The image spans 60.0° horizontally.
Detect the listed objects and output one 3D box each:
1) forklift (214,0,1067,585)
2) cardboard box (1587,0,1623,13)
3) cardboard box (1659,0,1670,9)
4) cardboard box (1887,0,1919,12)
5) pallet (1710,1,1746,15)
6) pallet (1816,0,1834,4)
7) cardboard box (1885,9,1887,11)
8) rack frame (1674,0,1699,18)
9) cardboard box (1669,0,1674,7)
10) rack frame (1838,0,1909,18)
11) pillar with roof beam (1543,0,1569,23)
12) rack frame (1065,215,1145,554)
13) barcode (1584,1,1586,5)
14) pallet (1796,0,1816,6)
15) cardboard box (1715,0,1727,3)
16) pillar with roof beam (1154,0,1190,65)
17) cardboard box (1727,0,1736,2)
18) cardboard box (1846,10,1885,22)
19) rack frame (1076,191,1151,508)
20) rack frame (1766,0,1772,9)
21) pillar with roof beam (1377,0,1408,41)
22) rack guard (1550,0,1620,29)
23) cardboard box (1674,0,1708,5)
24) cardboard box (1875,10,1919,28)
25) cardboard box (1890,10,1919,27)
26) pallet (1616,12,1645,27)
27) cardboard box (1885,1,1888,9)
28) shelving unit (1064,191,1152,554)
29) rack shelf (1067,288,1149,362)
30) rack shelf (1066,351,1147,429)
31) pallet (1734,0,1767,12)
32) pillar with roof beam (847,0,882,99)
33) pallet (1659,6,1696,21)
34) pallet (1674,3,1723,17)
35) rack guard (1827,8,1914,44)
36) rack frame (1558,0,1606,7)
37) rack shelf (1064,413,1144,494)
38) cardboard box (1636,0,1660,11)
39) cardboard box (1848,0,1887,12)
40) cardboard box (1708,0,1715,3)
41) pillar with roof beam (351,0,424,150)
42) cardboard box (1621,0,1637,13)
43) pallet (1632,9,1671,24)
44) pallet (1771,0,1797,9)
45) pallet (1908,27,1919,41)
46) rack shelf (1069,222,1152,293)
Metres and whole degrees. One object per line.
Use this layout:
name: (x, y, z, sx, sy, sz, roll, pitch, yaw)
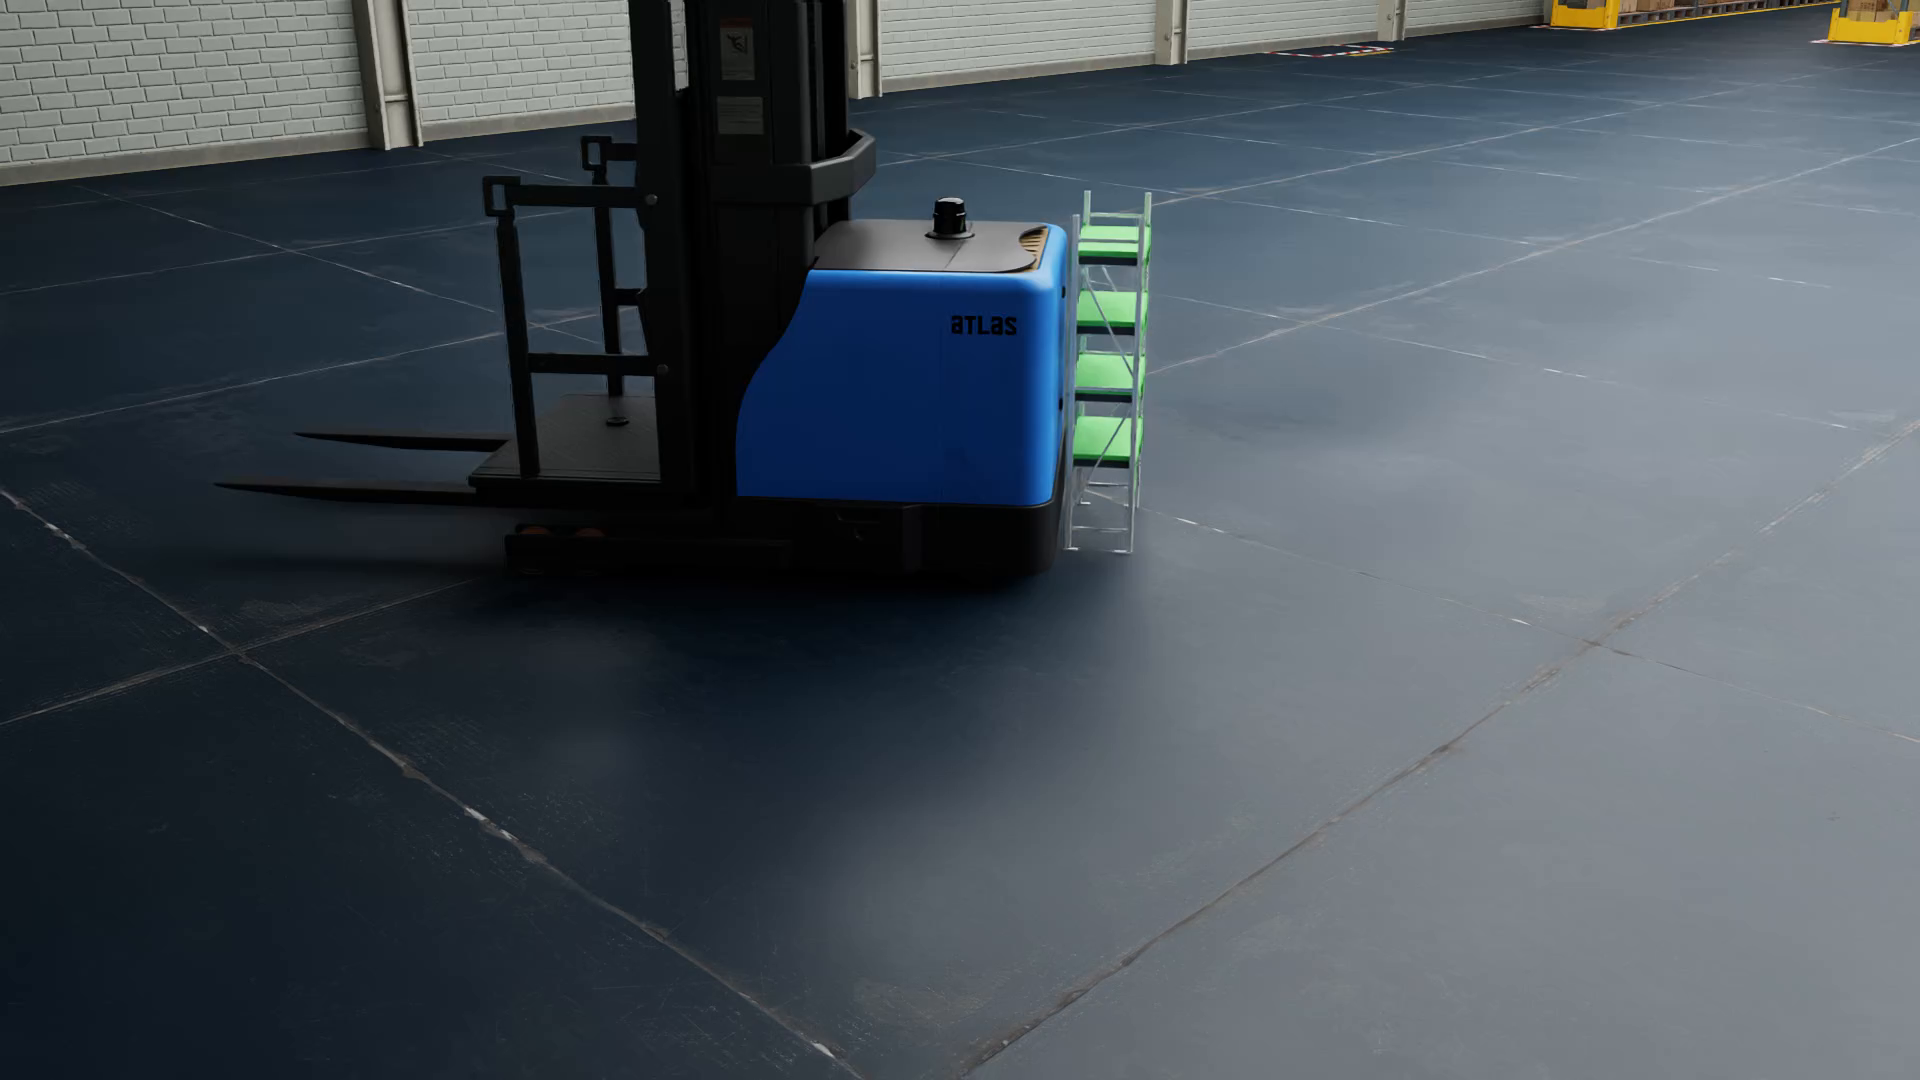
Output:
forklift: (-1.145, -1.424, 5.695, 3.031, 2.935, 1.130, 2, 21, 6)
cardboard box: (12.063, -10.023, 31.105, 0.500, 0.311, 0.500, 15, 26, 35)
cardboard box: (13.611, -10.707, 32.622, 0.500, 0.500, 0.500, 17, 27, 37)
cardboard box: (15.949, -9.152, 27.907, 0.500, 0.500, 0.500, 19, 28, 41)
pallet: (15.700, -11.160, 34.814, 1.003, 0.211, 1.213, 19, 28, 41)
pallet: (19.403, -12.483, 38.258, 1.003, 0.211, 1.213, 19, 28, 41)
cardboard box: (15.571, -8.934, 28.386, 0.500, 0.250, 0.500, 19, 28, 41)
rack frame: (14.307, -11.946, 32.973, 1.000, 3.000, 0.127, 19, 28, 41)
cardboard box: (13.955, -10.683, 33.025, 0.380, 0.166, 0.250, 15, 26, 34)
rack frame: (15.068, -9.678, 27.074, 1.000, 3.000, 0.127, 19, 28, 41)
pillar with roof beam: (14.469, -13.037, 27.449, 9.100, 9.000, 0.400, 19, 28, 41)
rack frame: (0.496, -0.518, 5.751, 0.240, 1.200, 0.015, 3, 21, 8)
barcode: (11.789, -10.132, 31.376, 0.001, 0.075, 0.075, 19, 28, 41)
pallet: (18.552, -12.168, 37.438, 1.003, 0.211, 1.213, 19, 28, 41)
cardboard box: (15.518, -11.444, 34.538, 0.700, 0.500, 0.500, 20, 28, 41)
pillar with roof beam: (6.098, -9.952, 19.424, 9.100, 9.000, 0.400, 19, 28, 41)
cardboard box: (15.863, -11.576, 34.882, 0.700, 0.500, 0.500, 19, 28, 40)
cardboard box: (15.230, -8.803, 28.043, 0.500, 0.250, 0.500, 19, 28, 41)
rack frame: (0.567, -0.692, 6.202, 0.240, 1.200, 0.015, 3, 21, 8)
rack frame: (17.097, -12.974, 35.648, 1.000, 3.000, 0.127, 19, 28, 41)
pillar with roof beam: (10.284, -11.494, 23.437, 9.100, 9.000, 0.400, 19, 28, 41)
rack guard: (11.569, -9.770, 30.797, 1.175, 0.500, 0.348, 19, 28, 41)
cardboard box: (14.808, -11.177, 33.845, 0.500, 0.500, 0.700, -19, 28, -40)
cardboard box: (15.602, -8.673, 27.706, 0.500, 0.250, 0.500, 19, 28, 41)
cardboard box: (15.948, -8.803, 28.043, 0.500, 0.250, 0.500, 19, 28, 41)
pallet: (12.161, -9.835, 31.369, 1.003, 0.211, 1.213, 19, 28, 41)
cardboard box: (15.916, -9.414, 28.589, 0.500, 0.500, 0.500, 19, 28, 41)
shelving unit: (0.532, -0.605, 5.976, 0.258, 1.200, 0.503, 3, 21, 8)
rack shelf: (0.532, -0.769, 5.913, 0.258, 0.148, 0.480, 3, 21, 8)
rack shelf: (0.532, -0.545, 5.999, 0.258, 0.148, 0.480, 3, 21, 8)
pallet: (16.551, -11.472, 35.626, 1.003, 0.211, 1.213, 19, 28, 41)
pillar with roof beam: (1.912, -8.410, 15.411, 9.100, 9.000, 0.400, 19, 28, 41)
pallet: (13.863, -10.462, 33.001, 1.003, 0.211, 1.213, 19, 28, 41)
pallet: (14.849, -10.844, 33.995, 1.003, 0.211, 1.213, 19, 28, 41)
rack guard: (15.051, -8.506, 27.507, 1.175, 0.500, 0.348, 19, 28, 41)
rack frame: (11.516, -10.917, 30.298, 1.000, 3.000, 0.127, 19, 28, 41)
rack shelf: (0.532, -0.321, 6.086, 0.258, 0.148, 0.480, 3, 21, 8)
cardboard box: (13.009, -10.434, 31.910, 0.700, 0.500, 0.500, 17, 27, 37)
cardboard box: (15.229, -9.153, 27.910, 0.500, 0.500, 0.500, 19, 28, 41)
cardboard box: (15.133, -11.323, 34.224, 0.700, 0.500, 0.500, 19, 28, 40)
pillar with roof beam: (-2.273, -6.867, 11.399, 9.100, 9.000, 0.400, 19, 28, 41)
cardboard box: (12.461, -10.170, 31.486, 0.500, 0.311, 0.500, -17, 27, -38)
pallet: (13.012, -10.147, 32.181, 1.003, 0.211, 1.213, 19, 28, 41)
pallet: (17.701, -11.856, 36.626, 1.003, 0.211, 1.213, 19, 28, 41)
pallet: (15.572, -8.584, 28.113, 1.003, 0.211, 1.213, 19, 28, 41)
rack shelf: (0.532, -0.994, 5.827, 0.258, 0.148, 0.480, 3, 21, 8)
